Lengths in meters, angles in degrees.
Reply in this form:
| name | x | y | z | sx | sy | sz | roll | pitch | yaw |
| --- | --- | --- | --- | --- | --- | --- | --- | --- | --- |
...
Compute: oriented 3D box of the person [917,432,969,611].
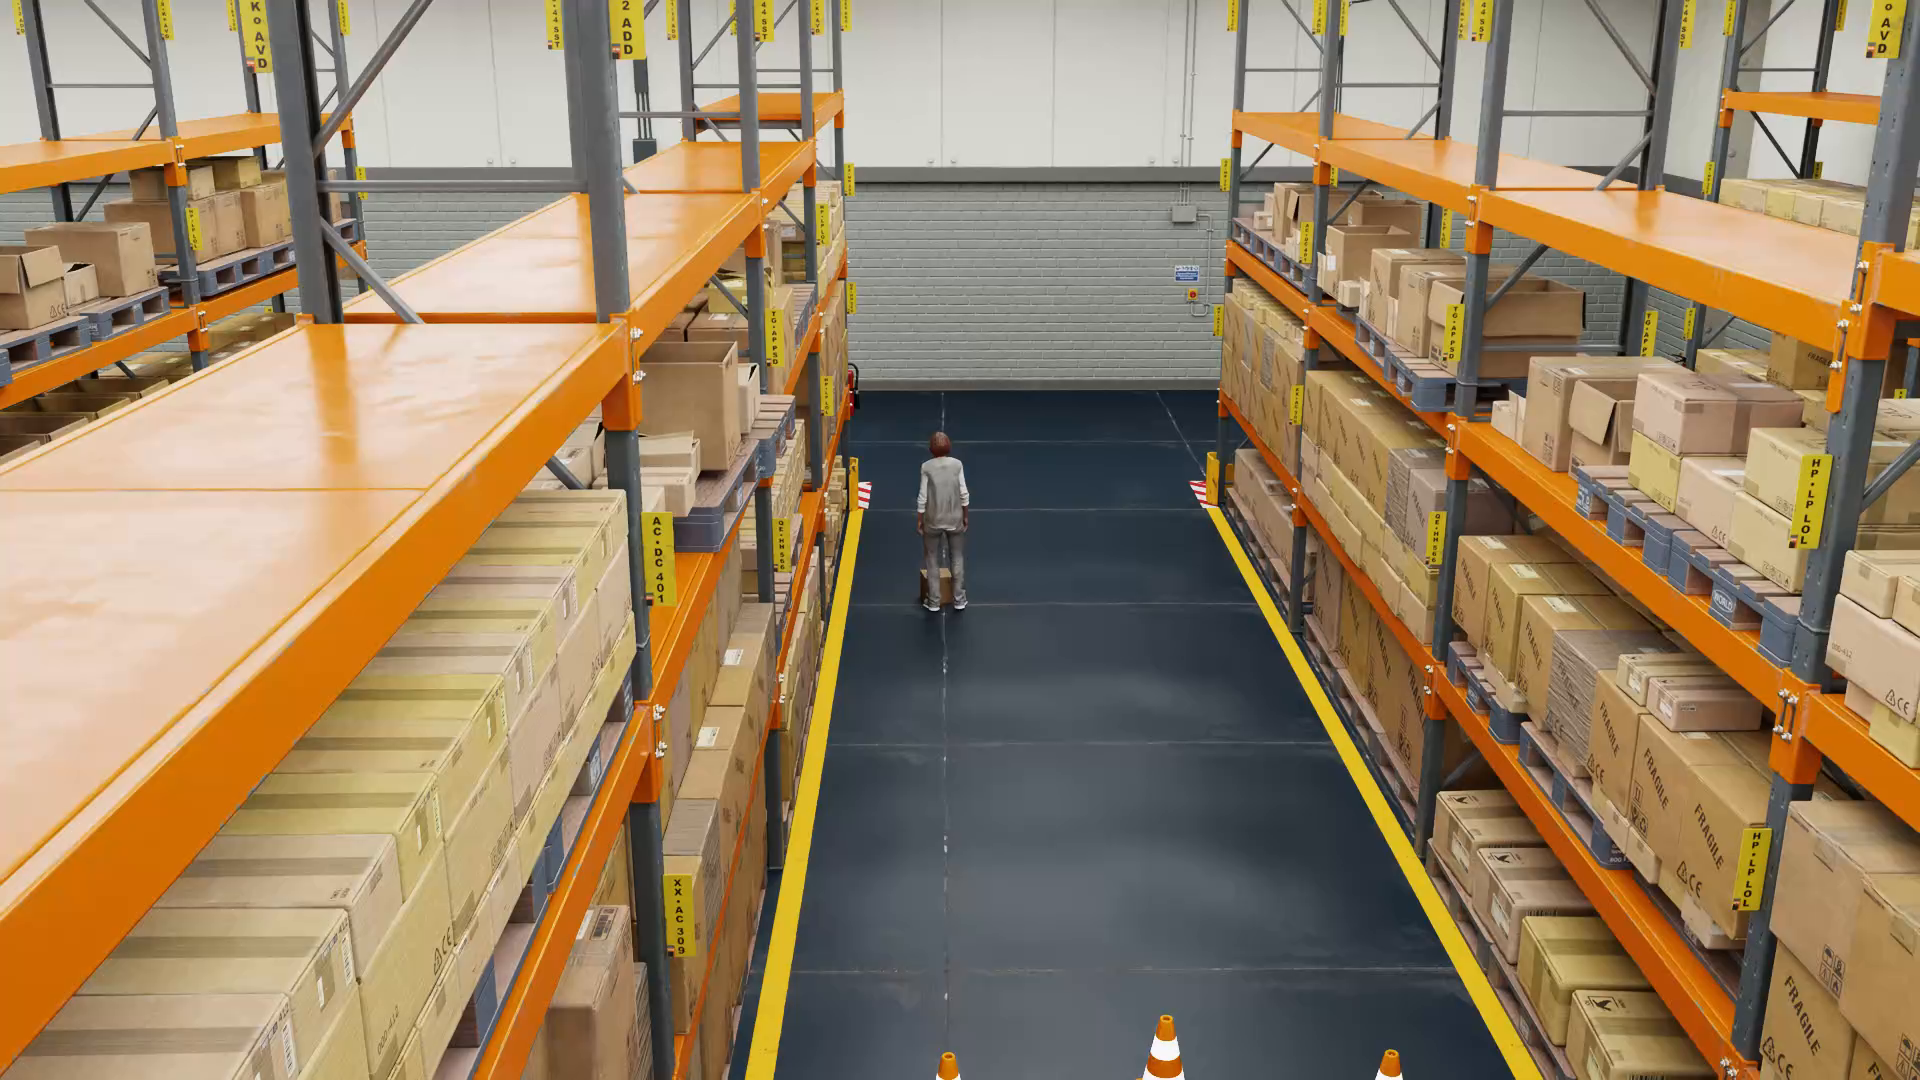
| name | x | y | z | sx | sy | sz | roll | pitch | yaw |
| --- | --- | --- | --- | --- | --- | --- | --- | --- | --- |
| person | -0.149 | -0.153 | 14.543 | 0.461 | 1.593 | 0.345 | -3 | 18 | -10 |
